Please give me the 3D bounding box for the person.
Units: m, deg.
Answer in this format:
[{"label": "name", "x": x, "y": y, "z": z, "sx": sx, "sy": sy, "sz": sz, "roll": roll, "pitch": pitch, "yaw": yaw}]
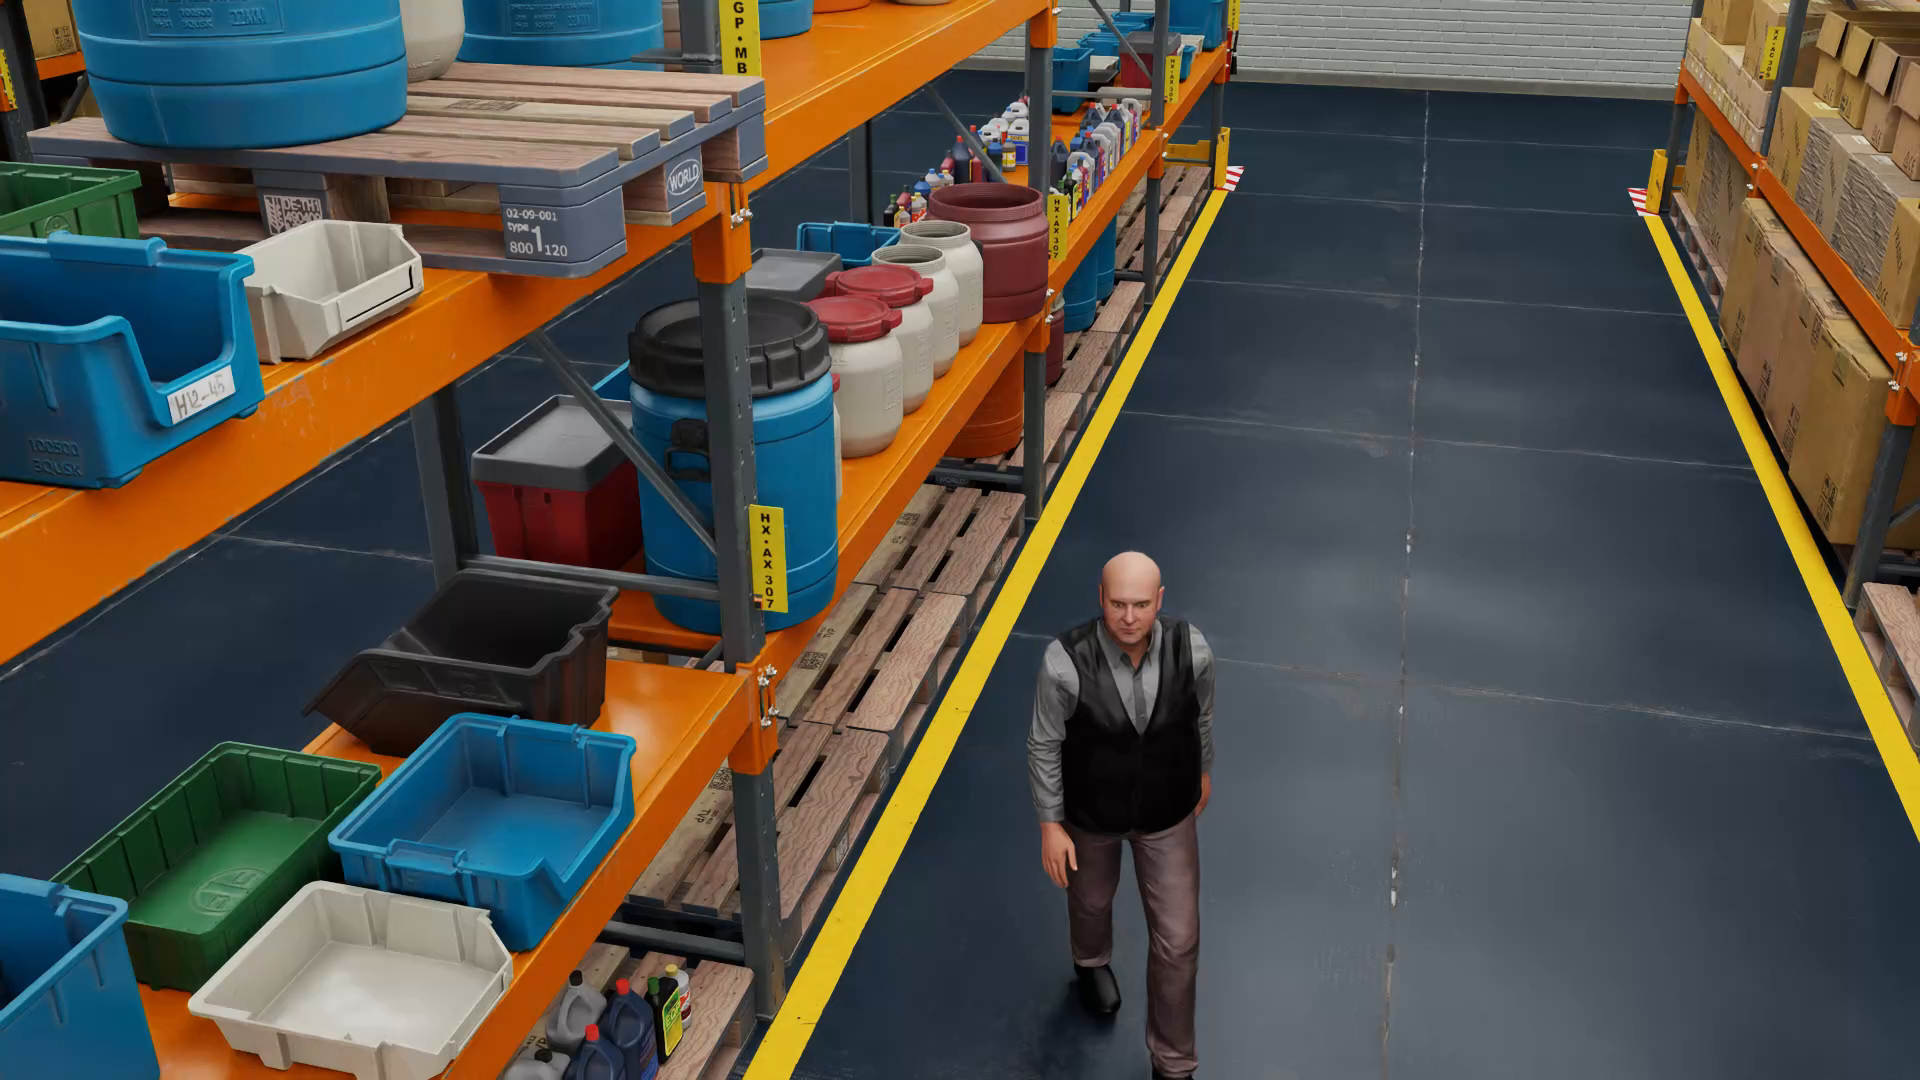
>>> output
[{"label": "person", "x": 0.485, "y": 0.826, "z": 4.871, "sx": 0.589, "sy": 1.714, "sz": 0.847, "roll": -1, "pitch": 25, "yaw": -3}]
